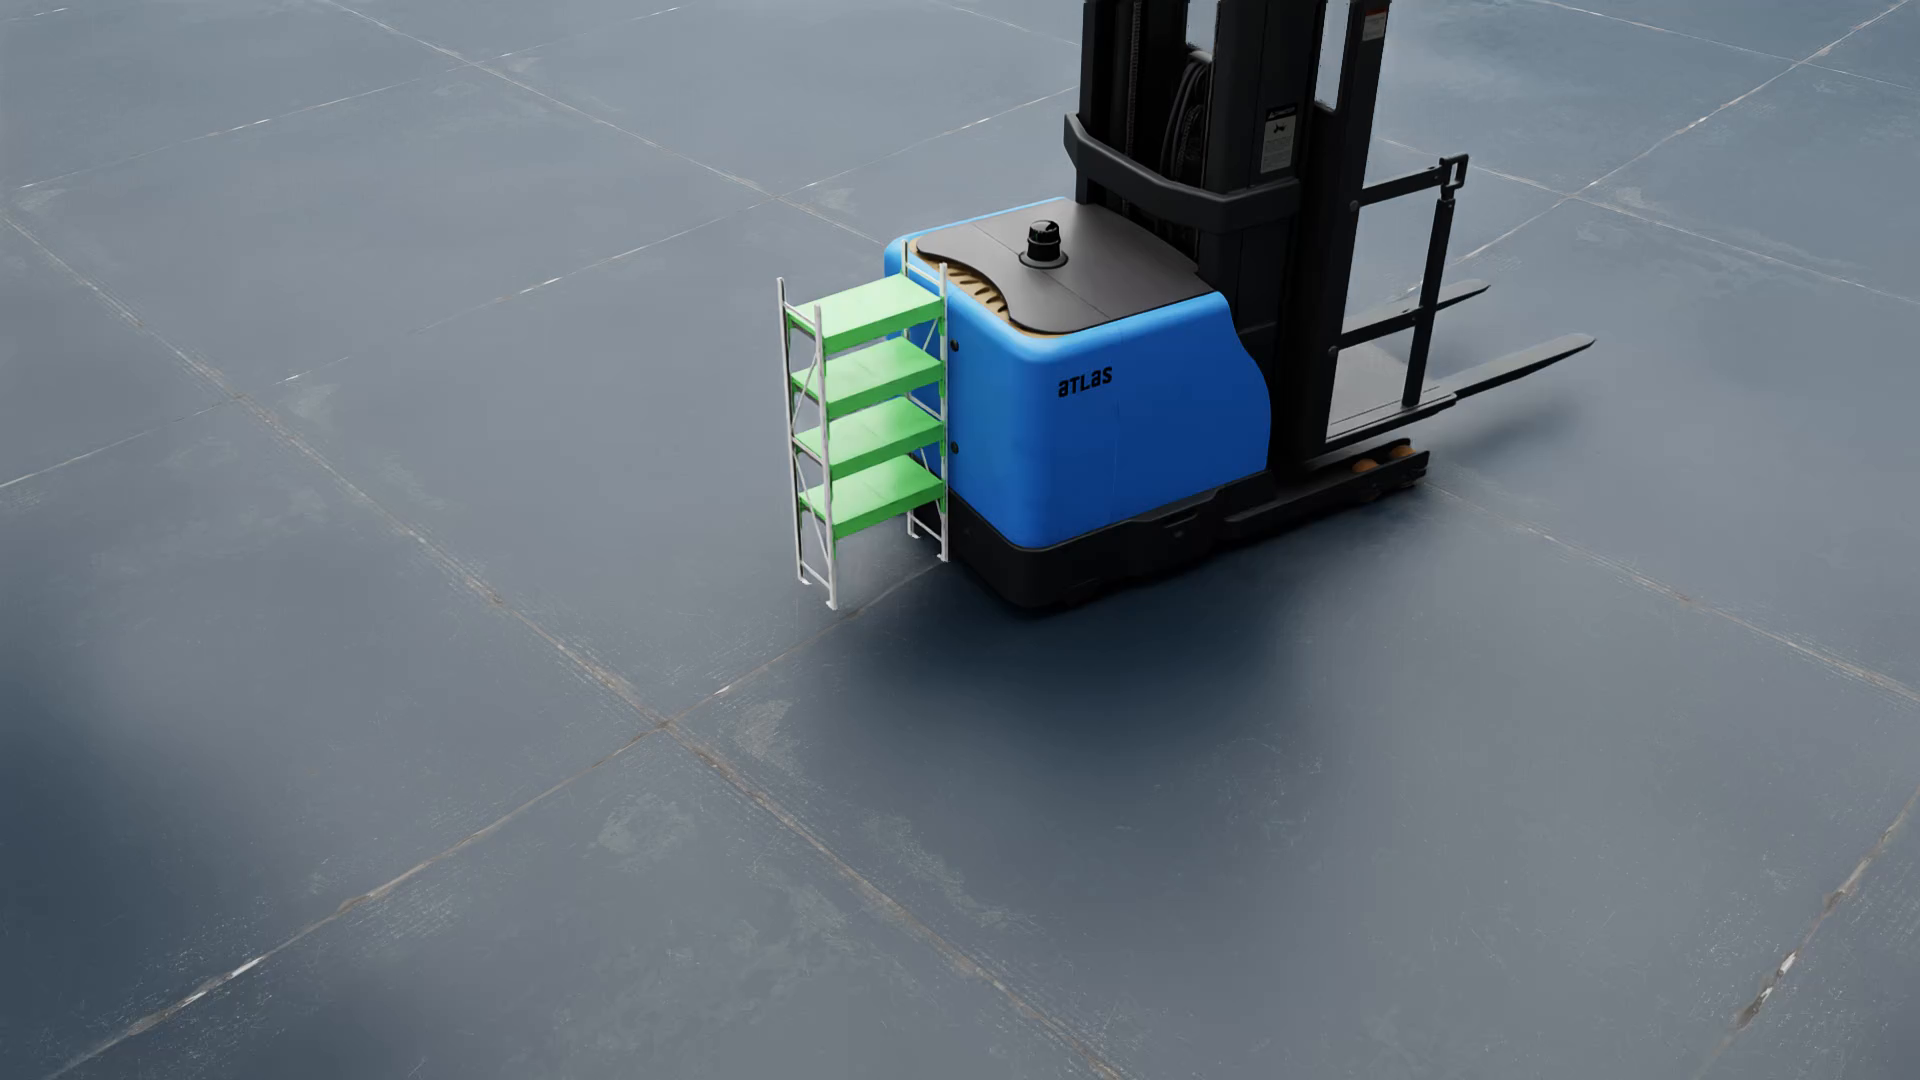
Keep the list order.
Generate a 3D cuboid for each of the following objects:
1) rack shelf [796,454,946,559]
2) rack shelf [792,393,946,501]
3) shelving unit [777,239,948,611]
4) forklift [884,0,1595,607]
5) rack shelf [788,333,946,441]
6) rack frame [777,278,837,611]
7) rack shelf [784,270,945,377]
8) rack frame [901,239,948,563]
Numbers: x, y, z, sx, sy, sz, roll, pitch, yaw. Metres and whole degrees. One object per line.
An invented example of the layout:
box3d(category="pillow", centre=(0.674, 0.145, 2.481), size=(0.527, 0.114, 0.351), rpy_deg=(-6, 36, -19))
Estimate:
box3d(category="rack shelf", centre=(-0.316, -0.132, 5.922), size=(0.480, 0.148, 0.258), rpy_deg=(-23, 41, -29))
box3d(category="rack shelf", centre=(-0.316, -0.329, 5.784), size=(0.480, 0.148, 0.258), rpy_deg=(-23, 41, -29))
box3d(category="shelving unit", centre=(-0.316, -0.381, 5.748), size=(0.503, 1.200, 0.258), rpy_deg=(-23, 41, -29))
box3d(category="forklift", centre=(1.242, -1.590, 5.967), size=(3.031, 2.935, 1.130), rpy_deg=(-19, 39, -25))
box3d(category="rack shelf", centre=(-0.316, -0.526, 5.647), size=(0.480, 0.148, 0.258), rpy_deg=(-23, 41, -29))
box3d(category="rack frame", centre=(-0.512, -0.298, 5.628), size=(0.015, 1.200, 0.240), rpy_deg=(-23, 41, -29))
box3d(category="rack shelf", centre=(-0.316, -0.723, 5.510), size=(0.480, 0.148, 0.258), rpy_deg=(-23, 41, -29))
box3d(category="rack frame", centre=(-0.120, -0.464, 5.867), size=(0.015, 1.200, 0.240), rpy_deg=(-23, 41, -29))
